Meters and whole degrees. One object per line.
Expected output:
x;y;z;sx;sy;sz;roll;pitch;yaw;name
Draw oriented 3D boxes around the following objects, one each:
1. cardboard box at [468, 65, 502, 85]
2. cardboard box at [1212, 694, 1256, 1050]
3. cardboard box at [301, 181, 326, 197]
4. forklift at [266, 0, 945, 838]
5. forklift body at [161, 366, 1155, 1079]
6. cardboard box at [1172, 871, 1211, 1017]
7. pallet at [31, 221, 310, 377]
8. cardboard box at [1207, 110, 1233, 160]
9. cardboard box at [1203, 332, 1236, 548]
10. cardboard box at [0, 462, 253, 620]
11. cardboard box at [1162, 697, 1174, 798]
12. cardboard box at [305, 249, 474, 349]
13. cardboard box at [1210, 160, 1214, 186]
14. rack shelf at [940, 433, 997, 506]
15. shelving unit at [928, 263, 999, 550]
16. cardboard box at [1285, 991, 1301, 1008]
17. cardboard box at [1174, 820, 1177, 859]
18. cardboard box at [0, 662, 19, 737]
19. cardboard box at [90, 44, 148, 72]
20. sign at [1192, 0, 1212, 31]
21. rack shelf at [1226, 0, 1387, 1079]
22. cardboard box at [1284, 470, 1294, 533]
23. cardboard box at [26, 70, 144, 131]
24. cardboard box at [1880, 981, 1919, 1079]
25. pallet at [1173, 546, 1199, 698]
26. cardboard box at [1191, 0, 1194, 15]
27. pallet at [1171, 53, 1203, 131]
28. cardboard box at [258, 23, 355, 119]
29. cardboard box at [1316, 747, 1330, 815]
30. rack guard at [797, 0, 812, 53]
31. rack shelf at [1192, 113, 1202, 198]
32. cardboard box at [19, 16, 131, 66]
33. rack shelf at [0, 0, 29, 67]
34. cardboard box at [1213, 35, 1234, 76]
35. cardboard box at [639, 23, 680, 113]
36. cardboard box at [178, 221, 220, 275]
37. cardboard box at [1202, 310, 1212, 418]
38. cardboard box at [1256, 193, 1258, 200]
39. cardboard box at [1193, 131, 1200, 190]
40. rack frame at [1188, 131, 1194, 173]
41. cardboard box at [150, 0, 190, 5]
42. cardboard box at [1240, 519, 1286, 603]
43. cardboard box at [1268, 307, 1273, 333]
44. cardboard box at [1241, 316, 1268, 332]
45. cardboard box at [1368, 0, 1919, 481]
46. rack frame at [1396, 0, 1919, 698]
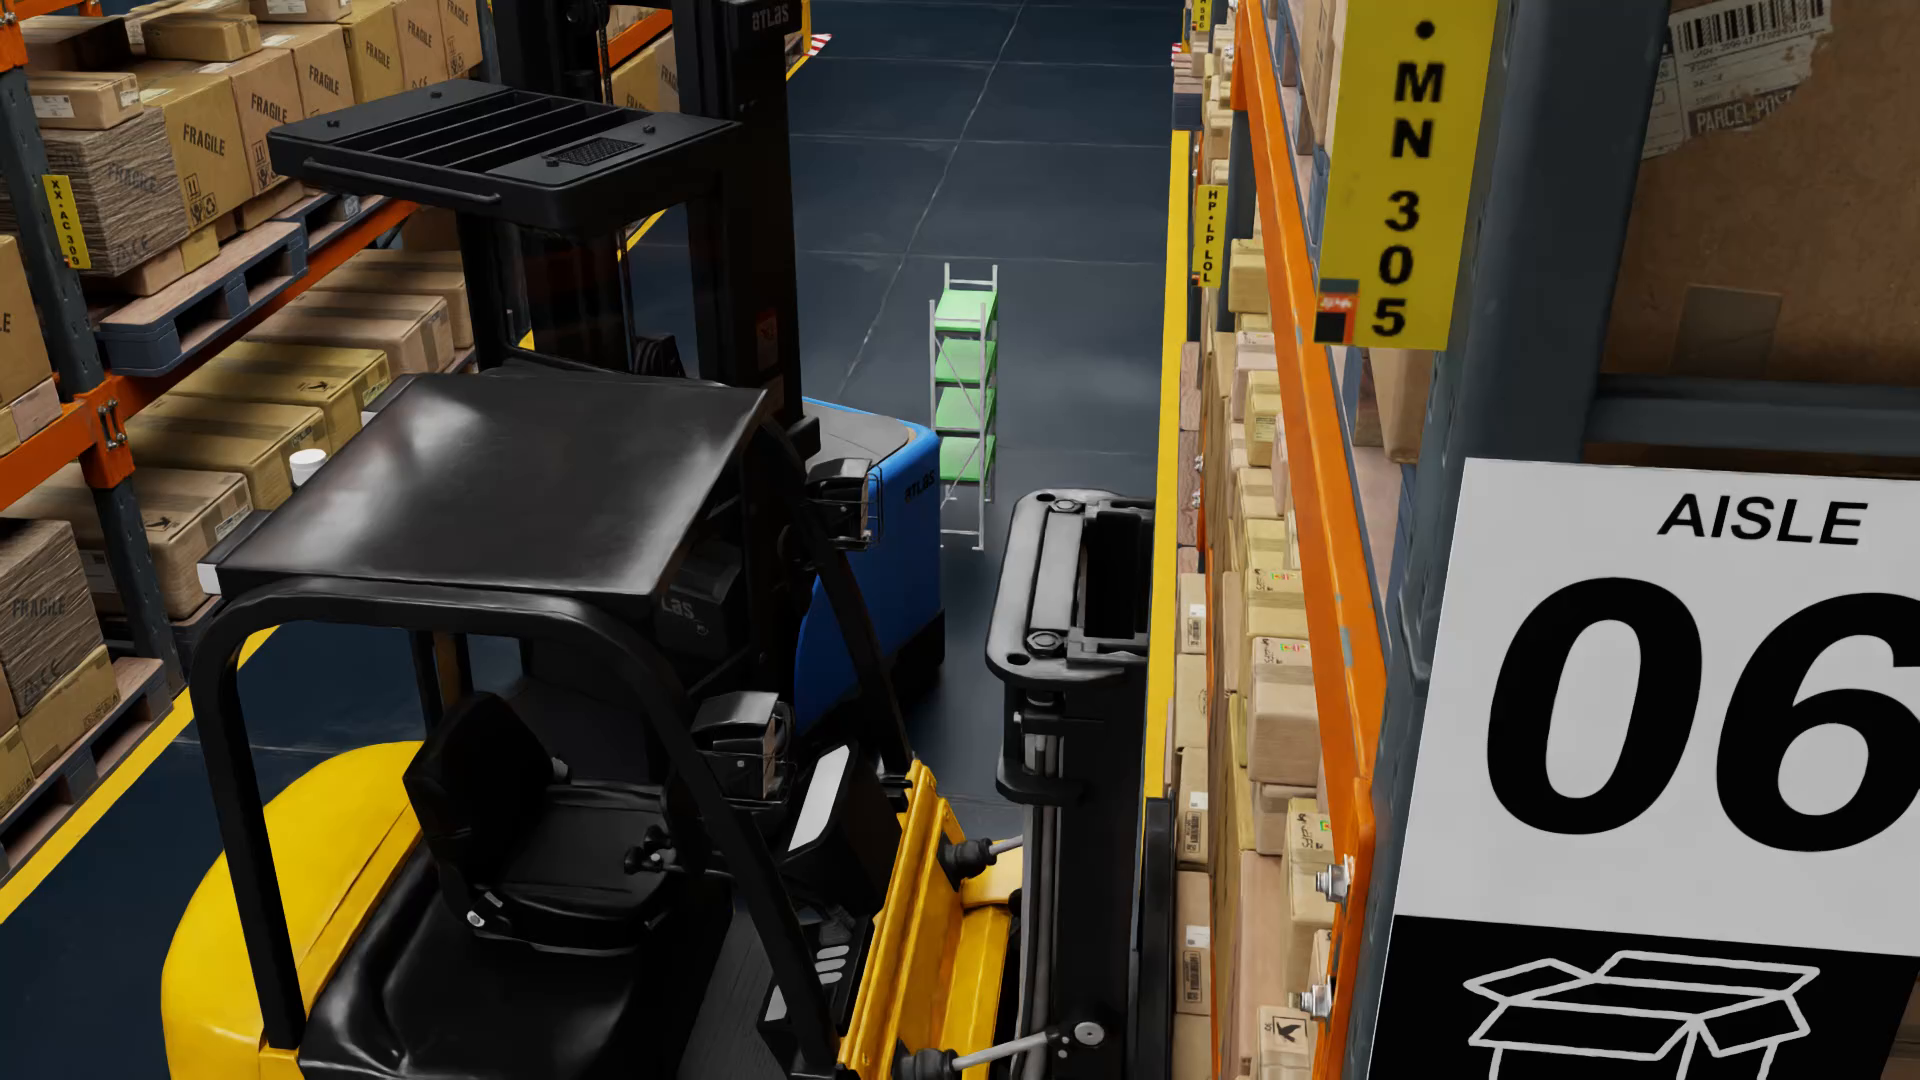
-2.802;-2.768;9.883;0.500;0.250;0.500;3;28;5;cardboard box
0.770;0.658;3.260;0.500;0.500;0.500;3;28;5;cardboard box
-3.033;-1.663;7.497;0.380;0.149;0.250;4;29;8;cardboard box
-1.232;-0.276;5.171;1.130;2.935;3.031;15;32;26;forklift
-0.743;0.809;3.980;2.313;2.155;1.214;3;28;6;forklift body
0.760;1.068;4.007;0.500;0.250;0.500;3;28;5;cardboard box
-3.364;-1.002;6.650;1.003;0.211;1.213;3;28;6;pallet
1.229;-1.684;6.925;0.380;0.149;0.250;3;28;5;cardboard box
1.012;-0.299;5.037;0.500;0.500;0.500;3;28;5;cardboard box
-3.540;-0.010;6.935;0.950;0.372;0.625;4;29;7;cardboard box
0.937;0.785;5.586;0.500;0.250;0.500;4;29;7;cardboard box
-3.191;-1.381;9.478;0.950;0.372;0.625;1;28;3;cardboard box
1.256;-1.332;6.690;0.500;0.250;0.500;4;29;7;cardboard box
0.020;-0.339;7.754;0.258;0.148;0.480;3;28;6;rack shelf
0.020;-0.606;7.610;0.258;1.200;0.503;3;28;6;shelving unit
0.694;0.684;2.528;0.380;0.149;0.250;4;29;7;cardboard box
0.827;1.040;4.587;0.500;0.250;0.500;3;28;6;cardboard box
-3.468;0.494;5.337;0.500;0.500;0.500;4;29;7;cardboard box
-3.644;-1.802;7.071;0.500;0.500;0.500;4;29;8;cardboard box
1.276;-2.834;8.710;0.100;0.325;0.005;3;28;6;sign
1.080;-0.511;3.132;1.077;0.370;4.000;3;28;6;rack shelf
0.900;-0.047;3.572;0.380;0.149;0.250;3;29;6;cardboard box
-3.193;-1.582;5.978;0.380;0.149;0.250;3;28;6;cardboard box
1.183;0.706;2.173;0.380;0.149;0.250;4;29;8;cardboard box
1.377;0.430;6.730;1.003;0.211;1.213;3;28;6;pallet
1.865;-3.615;10.750;0.700;0.500;0.500;3;28;6;cardboard box
1.829;-2.570;9.561;1.213;0.211;1.003;3;28;6;pallet
-3.072;-2.009;7.455;0.500;0.500;0.500;2;28;4;cardboard box
0.779;0.437;2.673;0.380;0.149;0.250;4;29;7;cardboard box
-2.128;-5.295;17.051;1.175;0.500;0.348;3;28;6;rack guard
2.060;-2.956;10.833;1.077;0.370;4.000;3;28;6;rack shelf
-3.687;-2.067;6.878;0.380;0.149;0.250;2;28;4;cardboard box
-3.356;-2.681;7.159;1.077;0.370;4.000;3;28;6;rack shelf
1.453;-2.403;8.258;0.380;0.149;0.250;4;29;7;cardboard box
-2.618;-3.454;12.796;0.875;0.875;0.875;4;29;8;cardboard box
-3.181;-1.169;6.578;0.380;0.149;0.250;4;29;7;cardboard box
1.127;-0.635;5.924;0.500;0.250;0.500;4;29;7;cardboard box
1.243;-1.187;6.001;0.380;0.149;0.250;3;28;6;cardboard box
1.902;-2.598;11.603;0.500;0.500;0.500;3;28;5;cardboard box
2.305;-4.214;12.410;1.000;3.000;0.127;3;28;6;rack frame
-7.522;-5.089;15.970;0.380;0.149;0.250;4;29;8;cardboard box
0.816;0.083;3.644;0.380;0.149;0.250;3;28;5;cardboard box
1.027;-0.528;4.464;0.380;0.149;0.250;3;28;5;cardboard box
0.995;-0.522;4.766;0.380;0.149;0.250;4;29;7;cardboard box
0.647;-0.382;1.480;0.500;0.500;0.500;4;29;8;cardboard box
0.835;-1.207;0.502;1.000;3.000;0.127;3;28;6;rack frame
